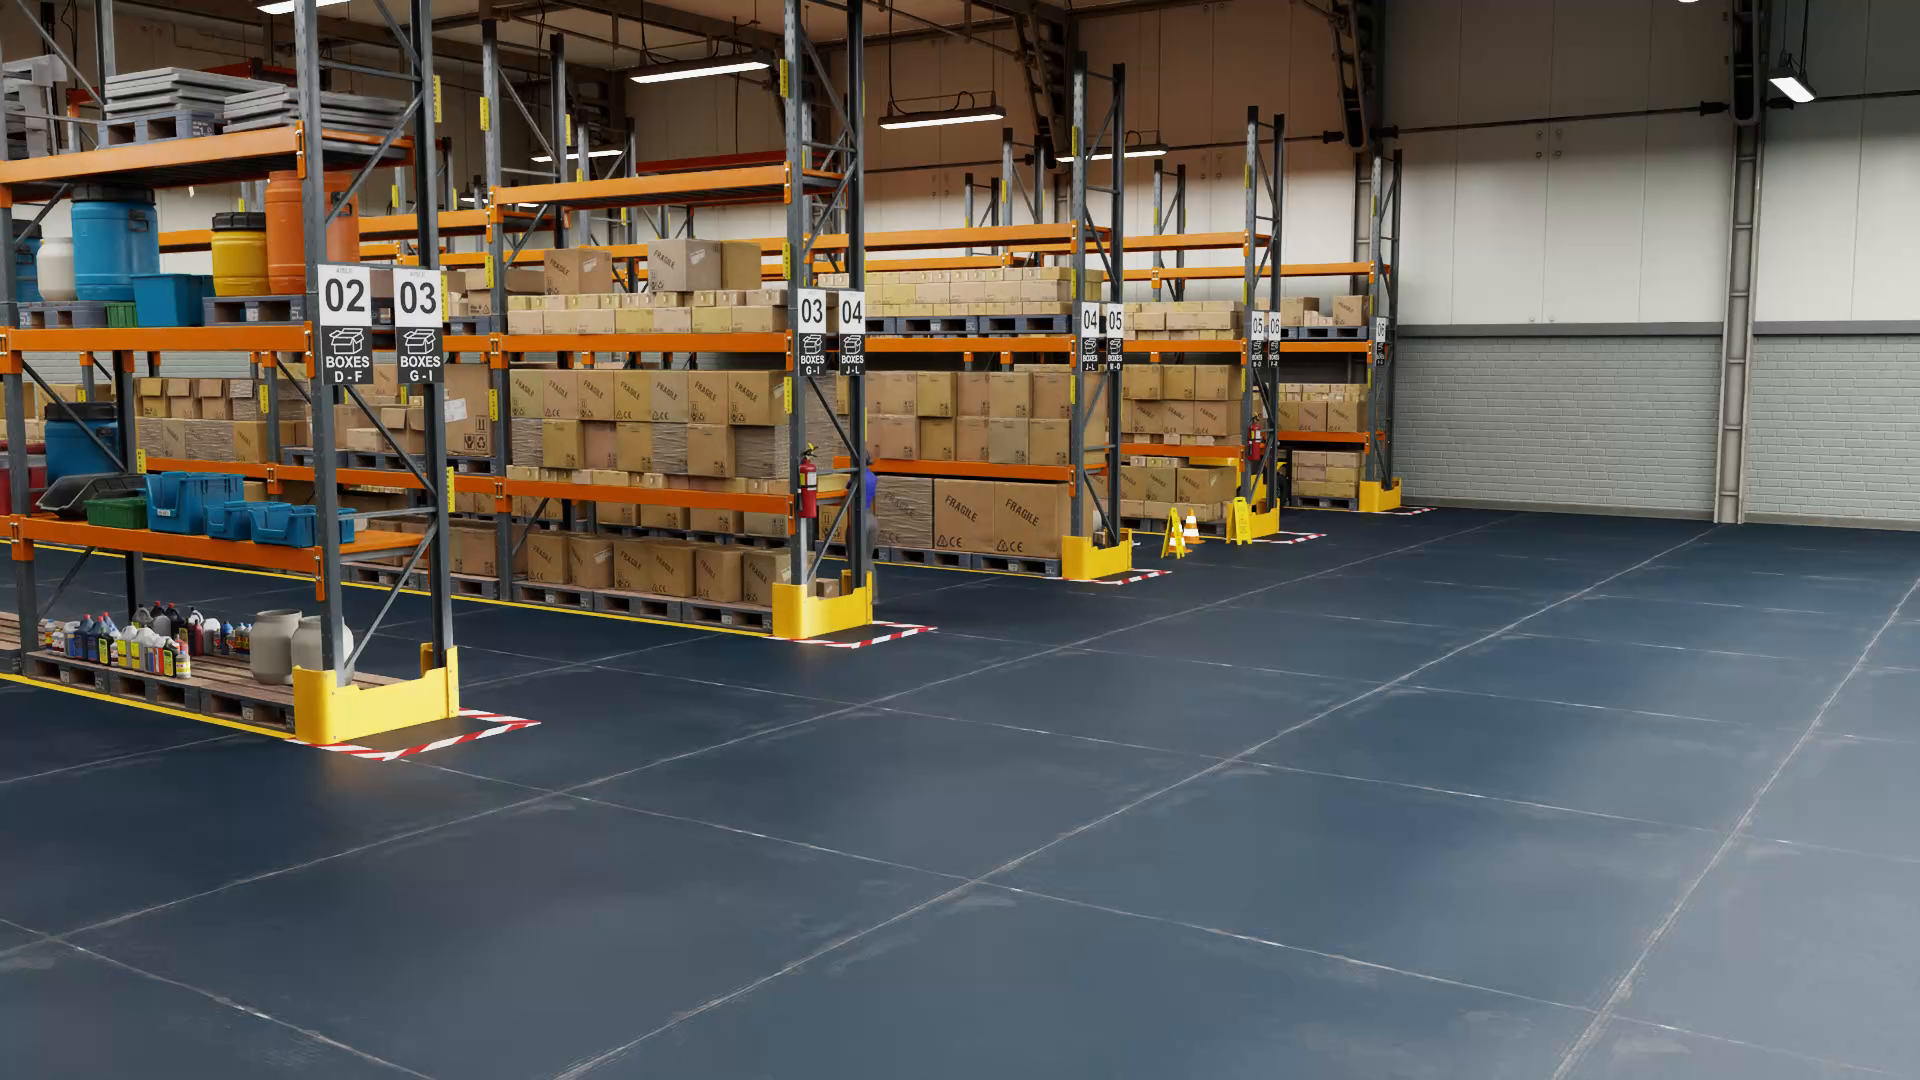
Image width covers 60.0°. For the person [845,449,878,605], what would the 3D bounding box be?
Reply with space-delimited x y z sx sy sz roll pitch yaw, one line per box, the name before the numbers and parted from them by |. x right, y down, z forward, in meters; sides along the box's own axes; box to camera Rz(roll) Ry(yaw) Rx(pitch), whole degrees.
person | -1.035 -0.119 17.172 0.322 1.674 0.437 3 7 27
